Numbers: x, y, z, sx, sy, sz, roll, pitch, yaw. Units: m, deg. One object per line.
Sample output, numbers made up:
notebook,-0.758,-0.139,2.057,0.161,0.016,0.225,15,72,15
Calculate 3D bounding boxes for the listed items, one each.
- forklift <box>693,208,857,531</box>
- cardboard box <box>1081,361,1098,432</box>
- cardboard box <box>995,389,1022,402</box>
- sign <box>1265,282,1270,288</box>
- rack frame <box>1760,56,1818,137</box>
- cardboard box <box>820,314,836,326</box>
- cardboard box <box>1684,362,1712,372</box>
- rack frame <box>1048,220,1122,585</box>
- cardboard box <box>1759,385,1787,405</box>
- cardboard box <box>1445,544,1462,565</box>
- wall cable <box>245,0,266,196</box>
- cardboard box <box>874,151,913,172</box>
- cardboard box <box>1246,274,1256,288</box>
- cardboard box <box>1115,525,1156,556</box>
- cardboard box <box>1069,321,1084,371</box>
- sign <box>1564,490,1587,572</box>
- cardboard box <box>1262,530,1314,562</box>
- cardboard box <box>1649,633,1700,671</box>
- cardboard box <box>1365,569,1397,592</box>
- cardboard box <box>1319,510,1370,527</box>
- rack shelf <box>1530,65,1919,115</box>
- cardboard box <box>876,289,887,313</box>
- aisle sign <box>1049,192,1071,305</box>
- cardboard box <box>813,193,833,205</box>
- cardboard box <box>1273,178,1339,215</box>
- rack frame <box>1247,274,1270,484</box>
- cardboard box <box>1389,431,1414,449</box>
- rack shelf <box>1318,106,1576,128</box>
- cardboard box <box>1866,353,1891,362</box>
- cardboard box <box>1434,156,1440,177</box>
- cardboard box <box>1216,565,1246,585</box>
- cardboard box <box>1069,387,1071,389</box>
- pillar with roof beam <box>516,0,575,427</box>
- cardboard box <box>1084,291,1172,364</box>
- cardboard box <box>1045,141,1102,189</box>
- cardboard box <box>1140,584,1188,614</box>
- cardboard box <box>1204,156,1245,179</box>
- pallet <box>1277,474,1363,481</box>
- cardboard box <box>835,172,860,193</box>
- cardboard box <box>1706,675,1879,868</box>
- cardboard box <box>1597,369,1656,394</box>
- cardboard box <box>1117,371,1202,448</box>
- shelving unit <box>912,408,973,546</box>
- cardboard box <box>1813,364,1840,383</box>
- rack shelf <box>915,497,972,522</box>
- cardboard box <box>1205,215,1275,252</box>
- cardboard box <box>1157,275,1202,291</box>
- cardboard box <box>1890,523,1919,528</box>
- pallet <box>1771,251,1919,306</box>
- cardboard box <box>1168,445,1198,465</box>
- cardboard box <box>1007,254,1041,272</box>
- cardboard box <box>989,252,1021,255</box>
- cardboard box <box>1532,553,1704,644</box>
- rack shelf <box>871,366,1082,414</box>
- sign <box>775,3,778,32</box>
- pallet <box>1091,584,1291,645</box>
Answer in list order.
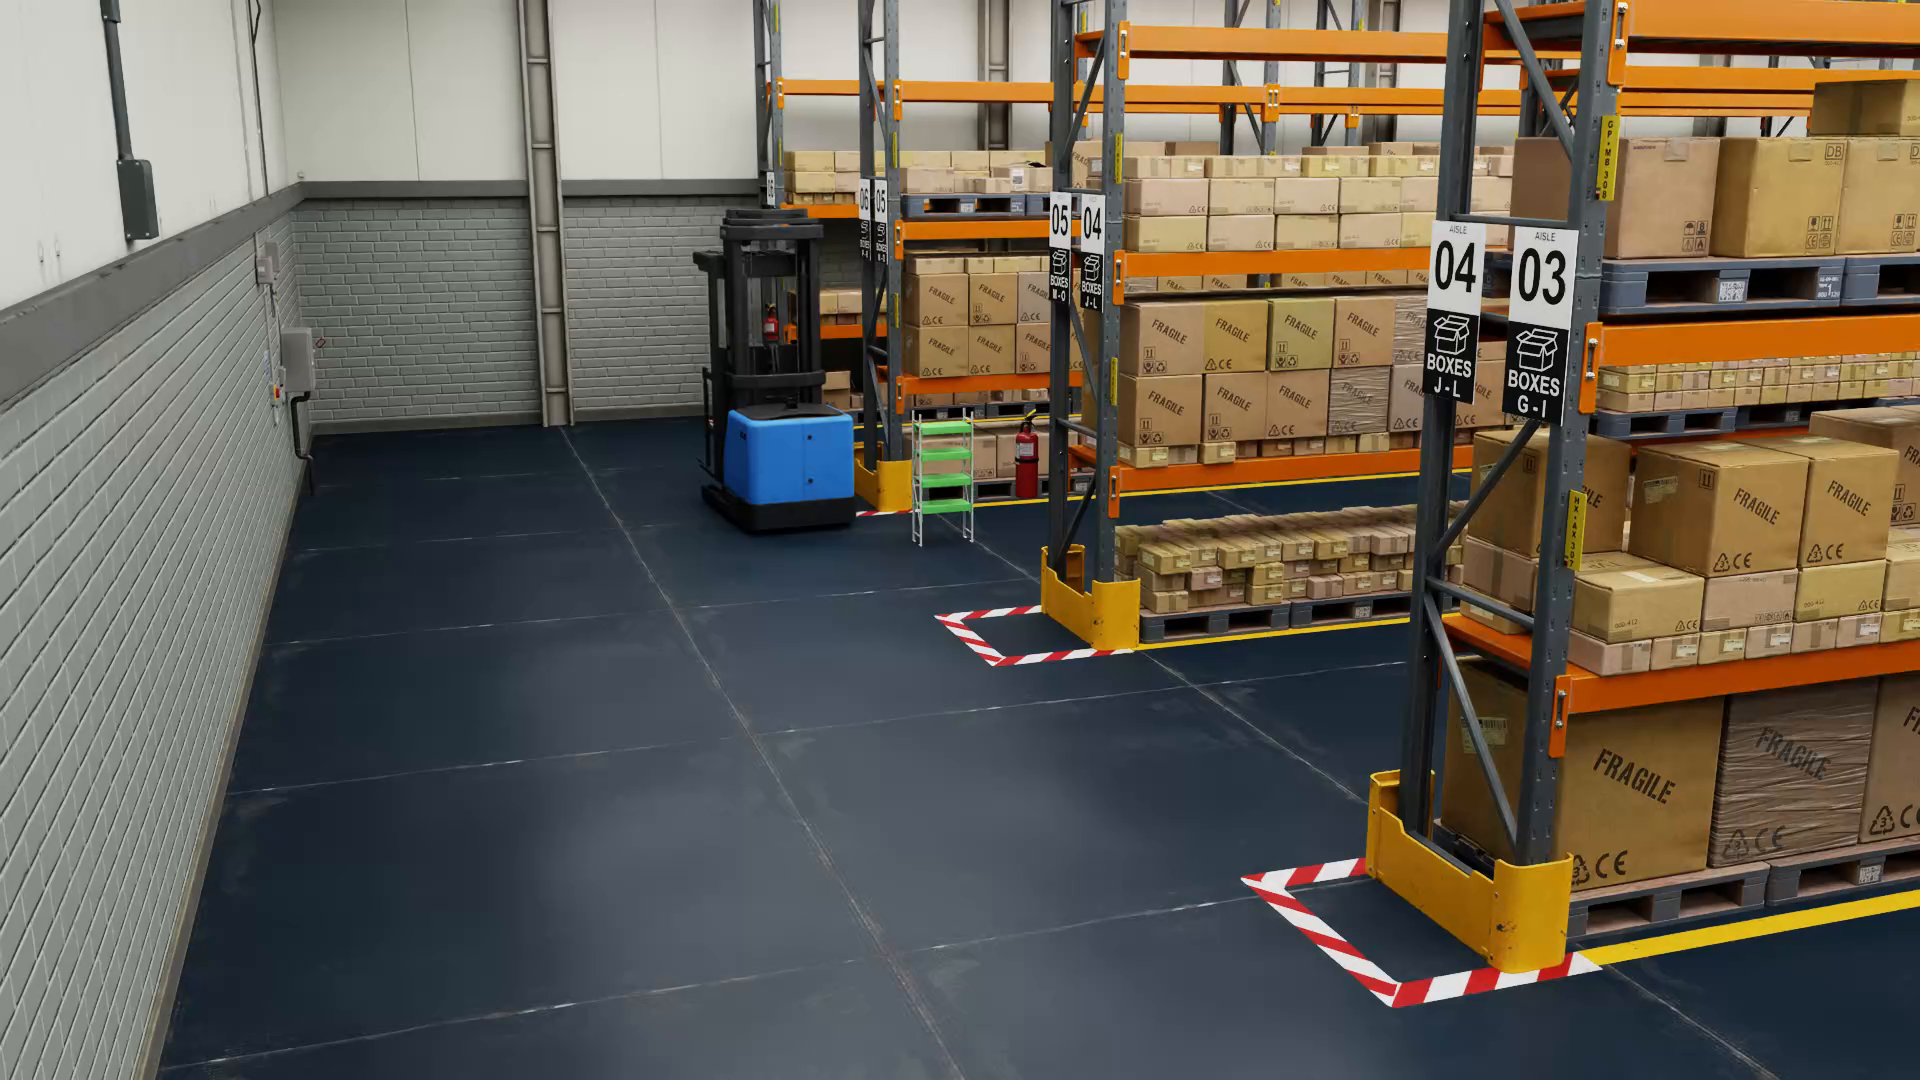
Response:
forklift,-1.990,-1.811,16.530,1.130,2.935,3.031,-5,14,-21
cardboard box,1.233,-1.078,12.443,0.500,0.500,0.500,-4,14,-17
cardboard box,0.647,-2.000,22.175,0.258,0.266,0.396,-4,14,-16
sign,3.185,-2.507,17.266,0.005,0.325,0.100,-4,14,-18
rack frame,12.793,-7.061,25.491,0.127,3.000,1.000,-4,14,-18
cardboard box,-1.746,-2.833,21.220,0.250,0.149,0.380,-4,14,-17
cardboard box,5.707,-1.431,13.132,0.250,0.149,0.380,-4,14,-18
rack frame,0.890,-0.795,12.112,0.127,3.000,1.000,-4,14,-18
cardboard box,6.437,-1.199,13.442,0.250,0.149,0.380,-5,14,-19
cardboard box,3.714,0.084,13.027,0.250,0.149,0.380,-4,14,-18
wall cable,-6.324,-4.476,14.620,0.029,3.000,2.355,-4,14,-18
cardboard box,-0.911,-4.787,21.014,0.500,0.250,0.500,-5,14,-19
cardboard box,3.349,-2.792,18.129,0.500,0.500,0.500,-4,14,-16
cardboard box,1.310,0.003,12.723,0.250,0.149,0.380,-4,14,-17
cardboard box,1.189,-2.012,17.012,0.500,0.500,0.500,-4,14,-16
sign,2.547,-0.038,6.885,0.005,0.325,0.100,-4,14,-18
cardboard box,2.472,0.041,12.561,0.250,0.149,0.380,-4,14,-16
cardboard box,3.060,0.449,7.423,0.250,0.149,0.380,-5,14,-19
cardboard box,3.168,0.277,12.859,0.250,0.149,0.380,-4,14,-17
cardboard box,3.045,-0.117,13.229,0.250,0.149,0.380,-5,14,-20
rack shelf,6.576,-3.612,13.409,4.000,0.370,1.077,-4,14,-18
cardboard box,-0.899,-3.084,21.413,0.500,0.250,0.500,-5,14,-19
aisle sign,0.725,-2.121,12.065,0.004,0.787,0.394,-4,14,-18
cardboard box,-1.755,-4.297,20.893,0.250,0.149,0.380,-4,14,-17
cardboard box,2.365,-2.474,11.930,0.500,0.250,0.500,-4,14,-17
rack frame,3.006,-2.169,17.886,0.127,3.000,1.000,-4,14,-18
cardboard box,3.244,-0.799,12.671,0.250,0.149,0.380,-5,14,-19
rack shelf,7.106,-6.074,23.759,4.000,0.370,1.077,-4,14,-18
cardboard box,7.415,-1.563,13.688,0.250,0.149,0.380,-4,14,-16
cardboard box,3.486,-2.752,12.239,0.250,0.149,0.380,-5,14,-20
cardboard box,1.949,0.215,12.475,0.250,0.149,0.380,-4,14,-17
cardboard box,1.790,-2.347,23.127,0.500,0.500,0.500,-5,14,-18
pillar with roof beam,-3.842,-4.935,16.551,0.400,9.000,9.100,-4,14,-18
cardboard box,1.244,-1.564,12.322,0.500,0.500,0.500,-5,14,-19
cardboard box,1.174,-3.750,16.713,0.500,0.500,0.500,-4,14,-17
cardboard box,1.488,0.419,12.261,0.250,0.149,0.380,-4,14,-17
cardboard box,1.797,-2.612,11.648,0.250,0.149,0.380,-4,14,-18
pallet,3.713,-0.886,18.518,1.213,0.211,1.003,-4,14,-18
cardboard box,-1.389,-4.508,20.919,0.500,0.250,0.500,-4,14,-17
cardboard box,3.819,0.997,8.259,0.875,0.875,0.875,-4,14,-18
cardboard box,5.201,-1.246,12.997,0.250,0.149,0.380,-4,14,-17
cardboard box,1.403,-0.961,11.951,0.500,0.500,0.500,-4,14,-15
shelving unit,-0.157,-0.571,15.060,0.503,1.200,0.258,-4,14,-18
cardboard box,6.927,-1.381,13.565,0.250,0.149,0.380,-4,14,-17
rack shelf,-0.157,-0.276,15.130,0.480,0.148,0.258,-4,14,-18
cardboard box,1.897,-2.197,11.845,0.500,0.250,0.500,-4,14,-16
cardboard box,2.163,-2.573,17.208,0.500,0.500,0.500,-5,14,-19
cardboard box,4.676,-0.015,8.512,0.500,0.250,0.500,-4,14,-17
pallet,4.234,-1.264,7.793,1.213,0.211,1.003,-4,14,-18
cardboard box,1.529,-0.653,12.057,0.250,0.149,0.380,-4,14,-16
cardboard box,0.624,-2.773,16.648,0.250,0.149,0.380,-4,14,-18
cardboard box,0.464,-2.870,17.053,0.250,0.149,0.380,-5,14,-19
cardboard box,2.917,0.252,7.390,0.500,0.250,0.500,-5,14,-20
rack shelf,1.111,-1.671,17.349,4.000,0.370,1.077,-4,14,-18
sign,-2.199,-6.255,19.909,0.005,0.325,0.100,-4,14,-18
pallet,1.743,0.503,12.678,1.213,0.211,1.003,-4,14,-18
